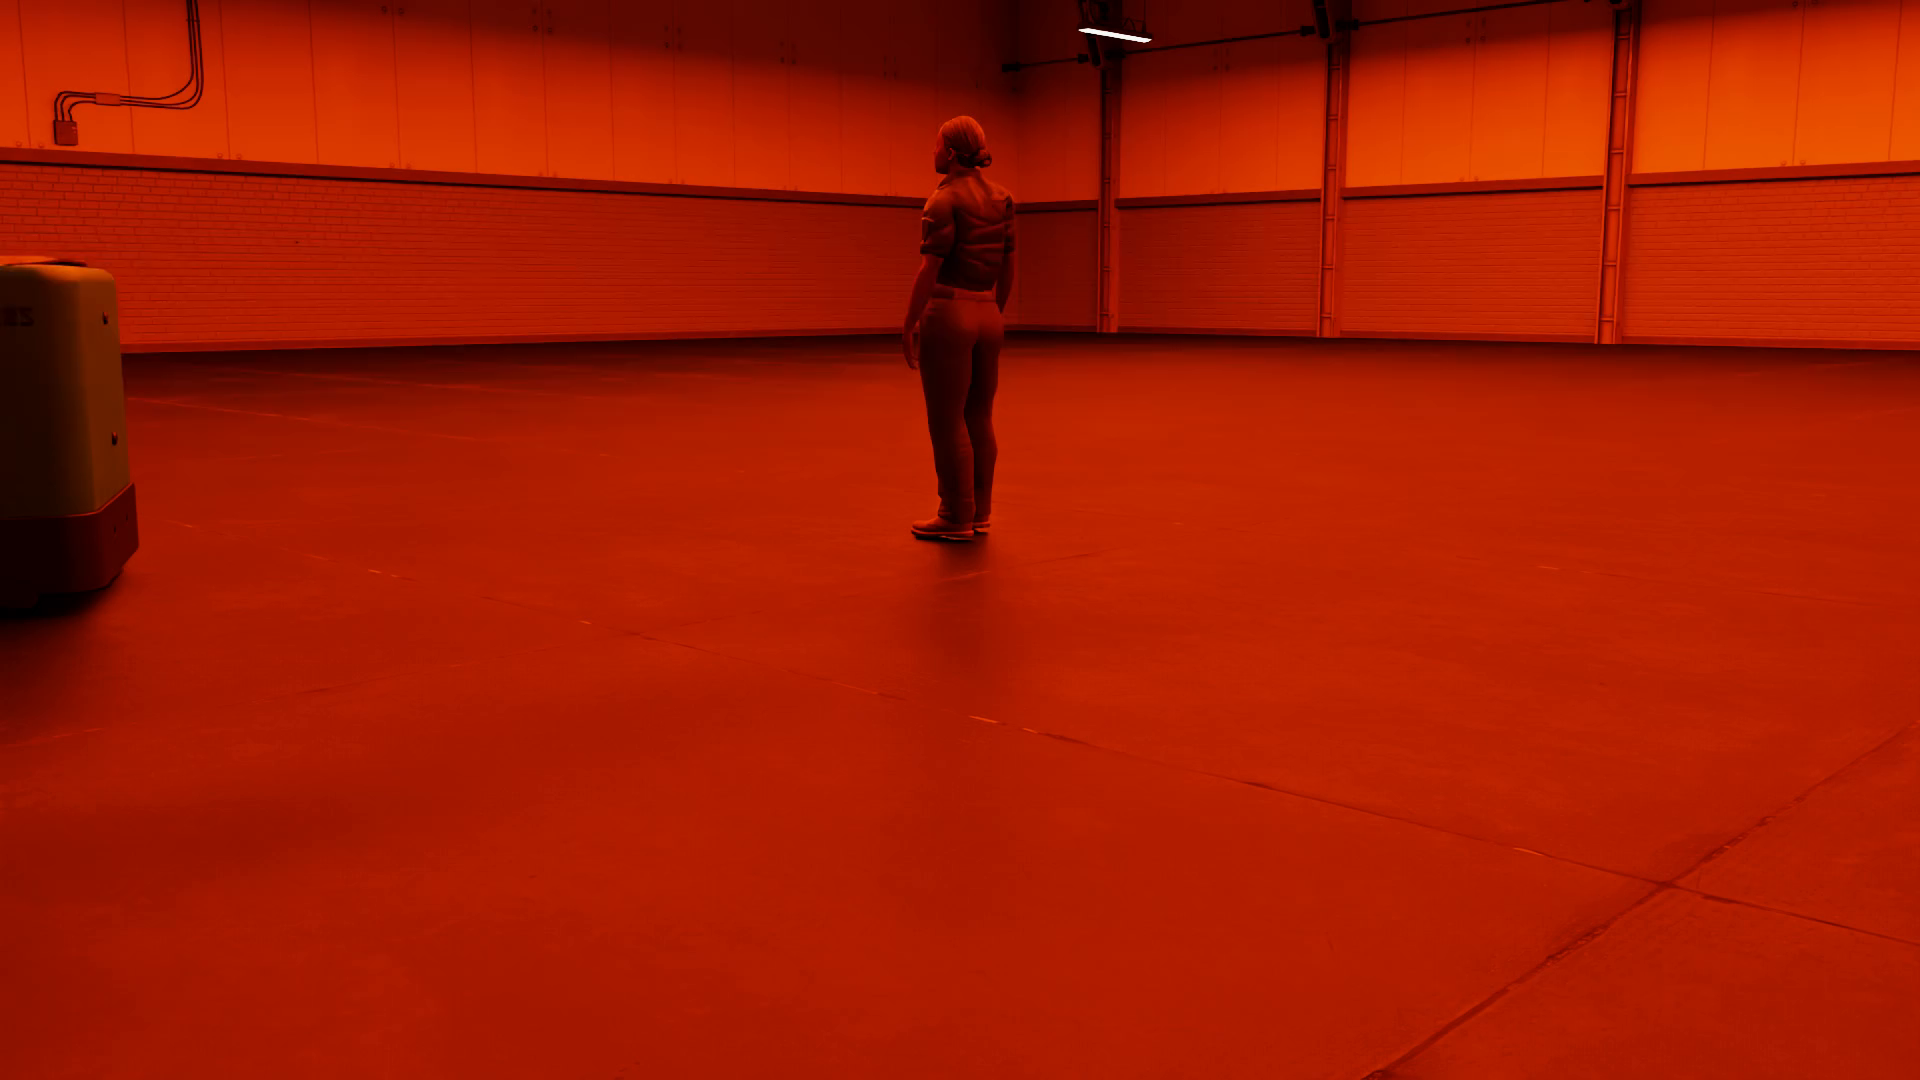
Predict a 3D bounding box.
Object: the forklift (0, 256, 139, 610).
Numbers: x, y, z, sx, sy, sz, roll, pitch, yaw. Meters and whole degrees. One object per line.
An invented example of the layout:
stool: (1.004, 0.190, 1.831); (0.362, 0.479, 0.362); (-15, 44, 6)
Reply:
forklift: (-4.274, -1.216, 4.950); (3.031, 2.935, 1.130); (-3, 9, -19)

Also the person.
person: (-0.050, -0.836, 6.667); (0.503, 1.656, 0.570); (8, 12, 43)
